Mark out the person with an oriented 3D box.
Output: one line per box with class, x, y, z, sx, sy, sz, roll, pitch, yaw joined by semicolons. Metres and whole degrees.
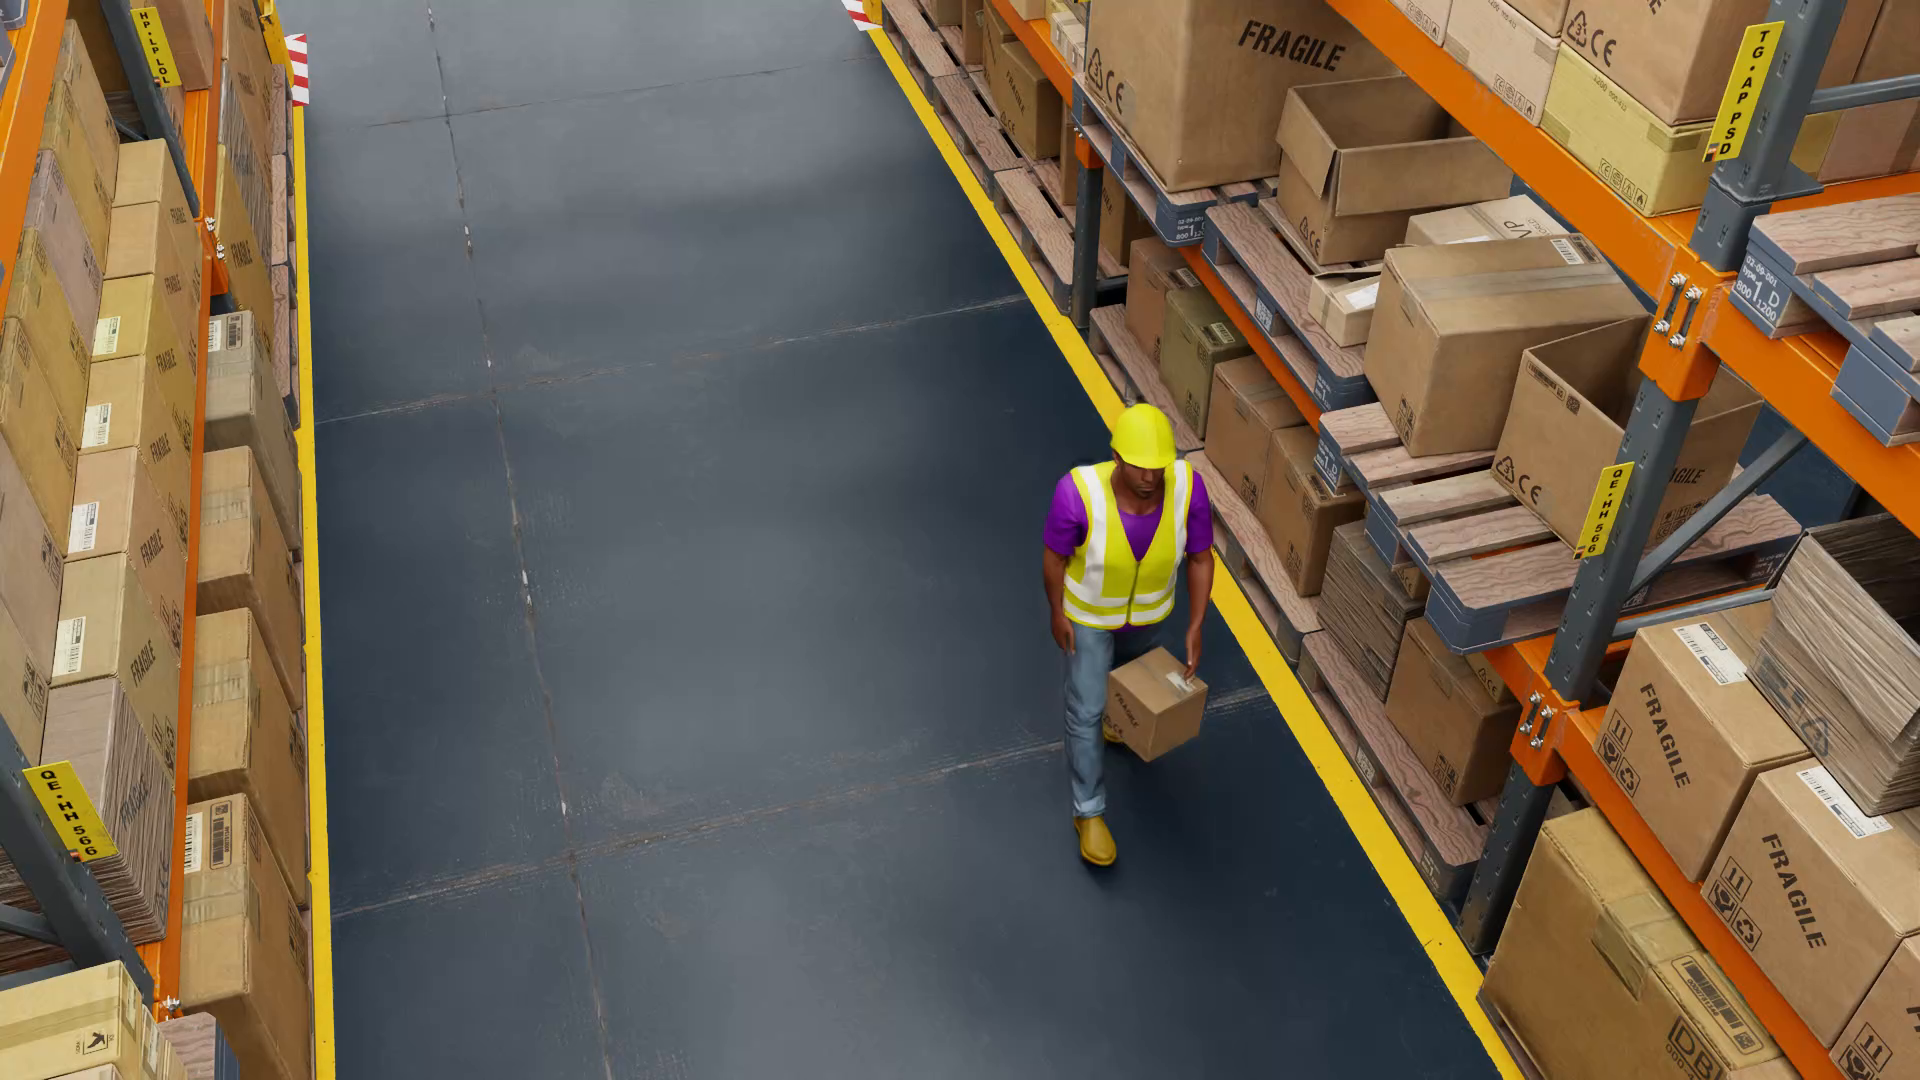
person;0.596;0.274;5.833;0.582;1.727;0.922;-9;43;-10
